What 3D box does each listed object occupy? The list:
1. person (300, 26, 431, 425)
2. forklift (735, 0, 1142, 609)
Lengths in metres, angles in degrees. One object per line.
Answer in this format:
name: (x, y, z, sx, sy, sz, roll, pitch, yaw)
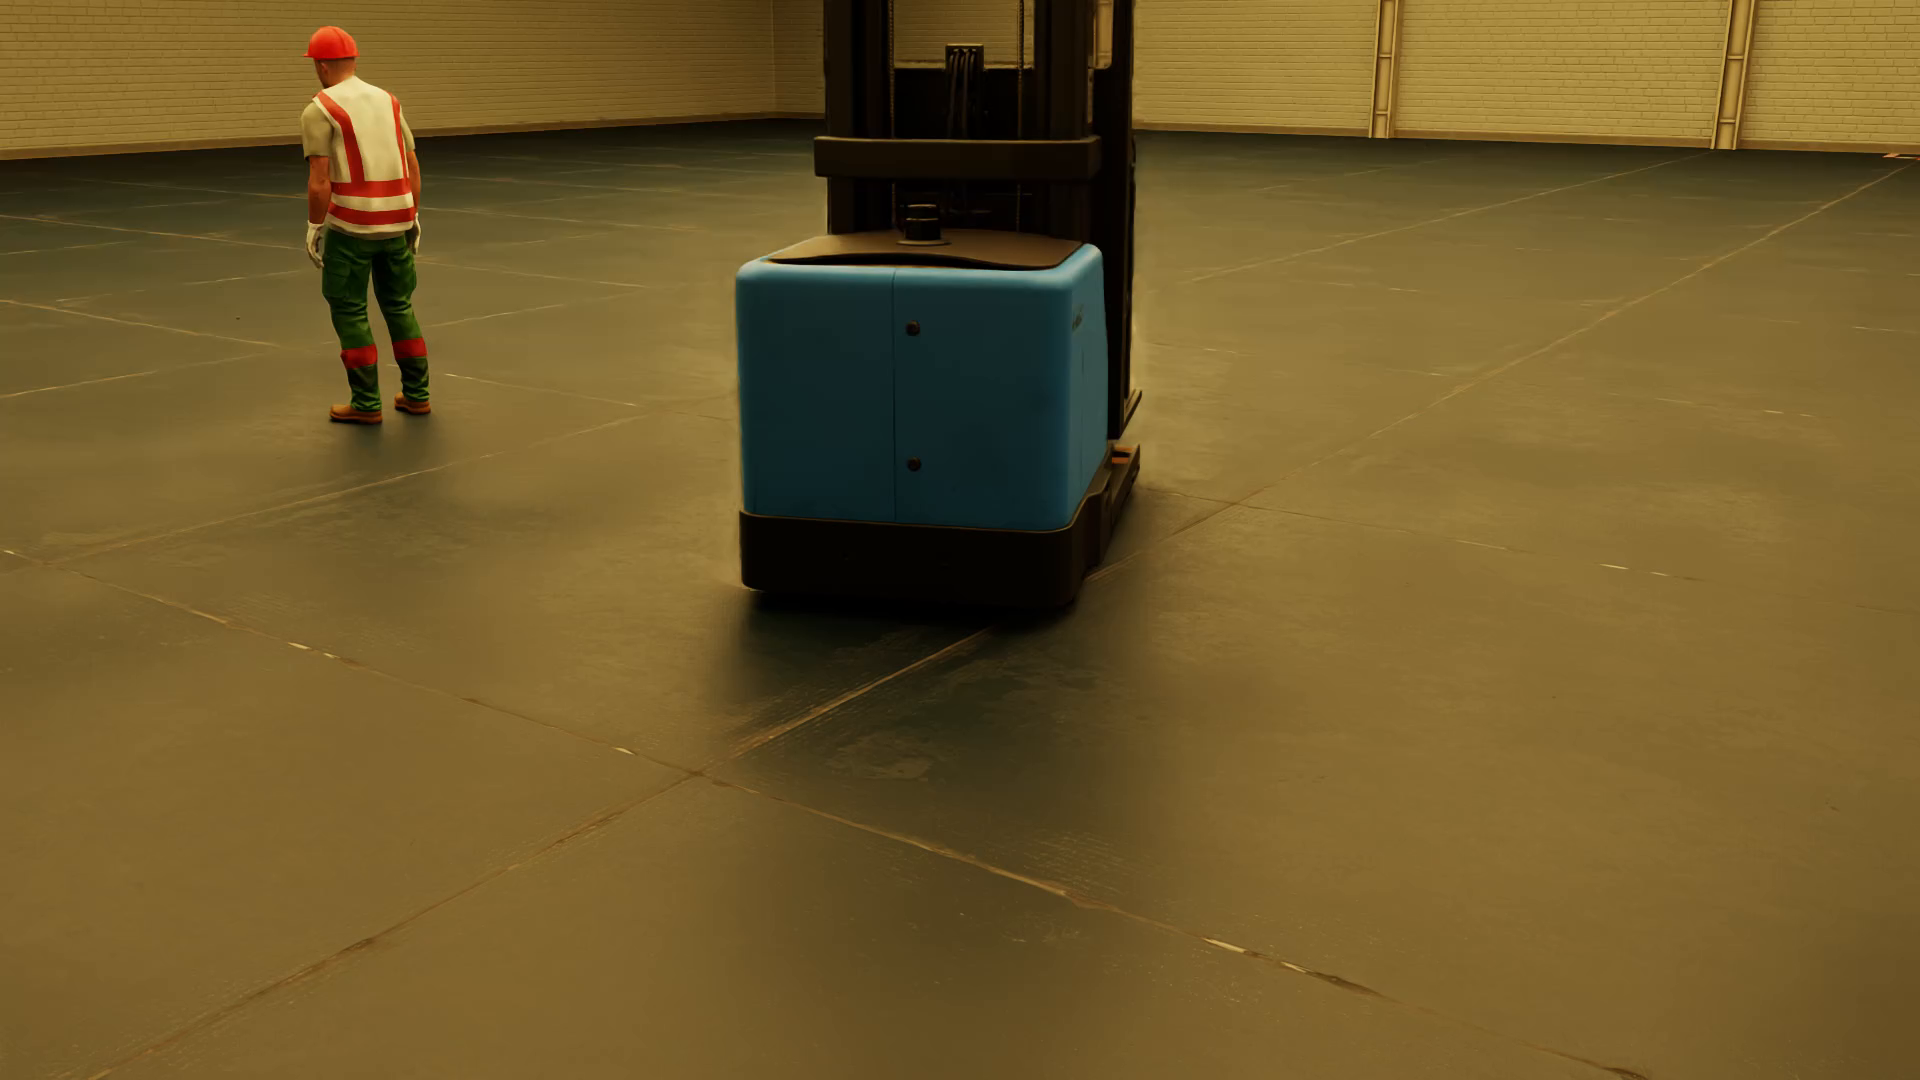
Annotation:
person: (-2.748, -1.437, 7.660, 0.453, 1.777, 0.607, 12, 20, 35)
forklift: (0.112, -1.578, 6.109, 1.130, 2.935, 3.031, 3, 17, 11)
